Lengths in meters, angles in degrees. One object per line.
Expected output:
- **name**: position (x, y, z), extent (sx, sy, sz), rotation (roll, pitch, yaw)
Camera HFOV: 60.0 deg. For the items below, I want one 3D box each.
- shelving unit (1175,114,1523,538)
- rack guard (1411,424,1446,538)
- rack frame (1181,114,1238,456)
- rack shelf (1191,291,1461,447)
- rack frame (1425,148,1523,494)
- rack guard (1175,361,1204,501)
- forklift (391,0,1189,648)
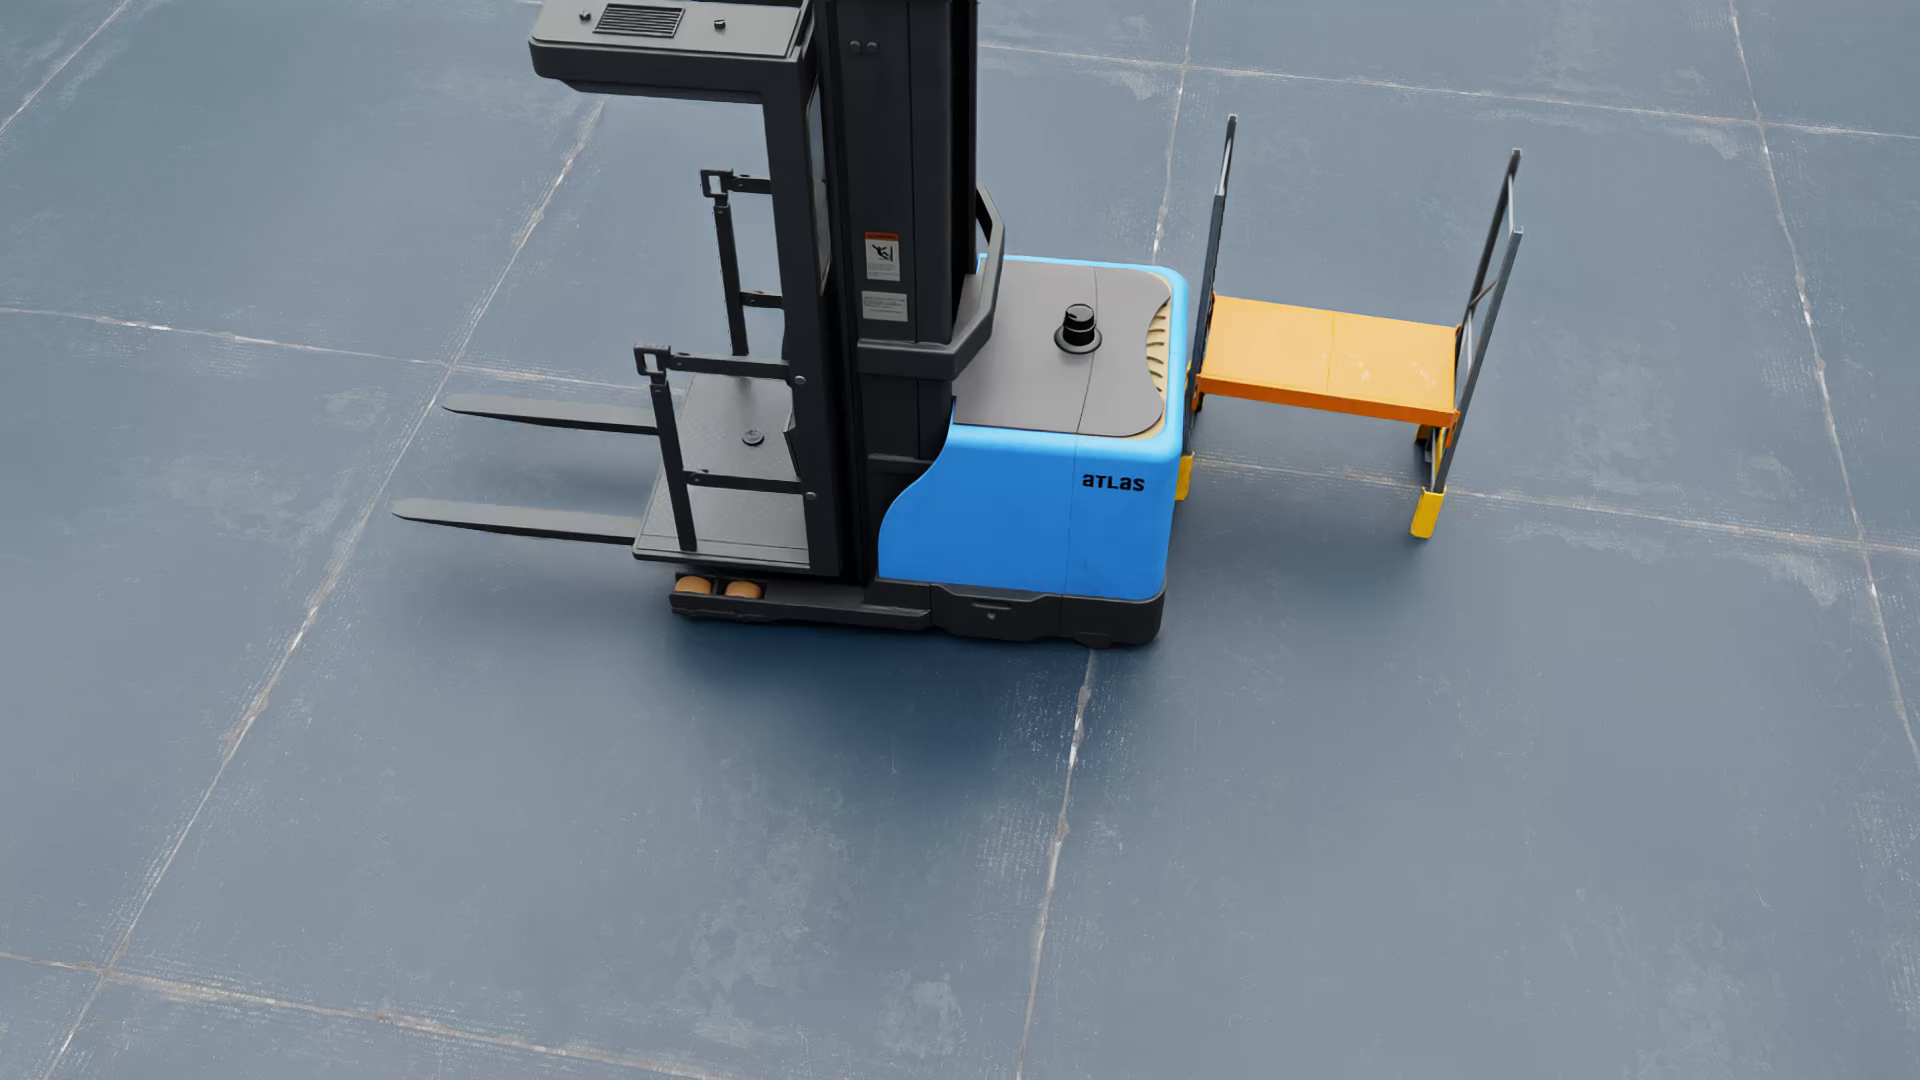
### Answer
- **shelving unit**: position (1.441, -0.804, 6.436), extent (1.083, 1.500, 0.587), rotation (9, 49, 8)
- **rack guard**: position (1.928, -0.308, 6.831), extent (0.087, 0.250, 0.587), rotation (9, 49, 8)
- **rack frame**: position (0.953, -0.882, 6.506), extent (0.032, 1.500, 0.500), rotation (9, 49, 8)
- **rack shelf**: position (1.450, -0.682, 6.568), extent (1.000, 0.185, 0.538), rotation (9, 49, 8)
- **rack frame**: position (1.947, -0.723, 6.363), extent (0.032, 1.500, 0.500), rotation (9, 49, 8)
- **rack guard**: position (0.954, -0.464, 6.970), extent (0.087, 0.250, 0.587), rotation (9, 49, 8)
- **forklift**: position (-0.691, -1.051, 5.696), extent (3.031, 2.935, 1.130), rotation (5, 48, 5)
